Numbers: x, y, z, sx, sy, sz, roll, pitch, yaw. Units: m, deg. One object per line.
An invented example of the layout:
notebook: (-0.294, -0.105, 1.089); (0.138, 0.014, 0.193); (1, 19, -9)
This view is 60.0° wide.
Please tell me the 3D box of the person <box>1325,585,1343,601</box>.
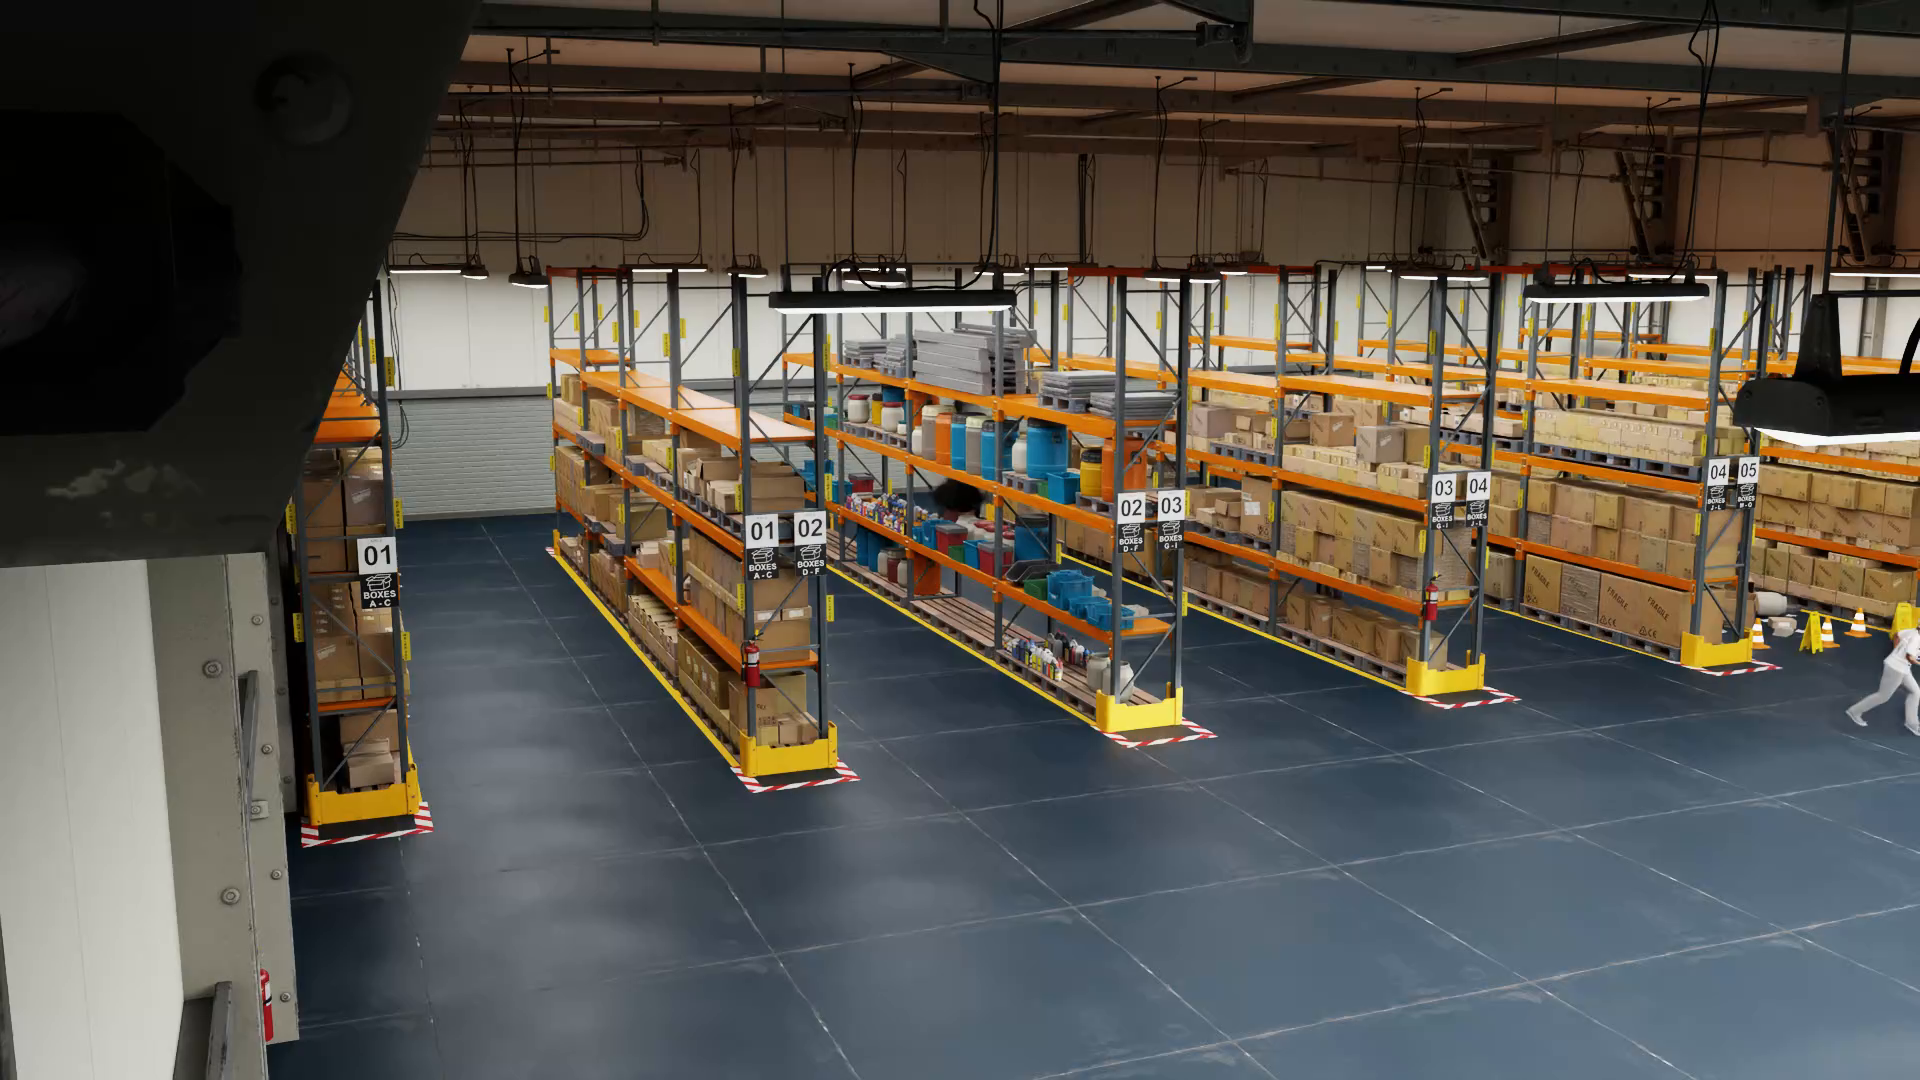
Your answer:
person: (6.846, 0.339, 30.274); (0.563, 1.630, 0.751); (-6, 12, -31)

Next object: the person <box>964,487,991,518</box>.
person: (0.464, -1.377, 39.586); (0.719, 1.744, 0.712); (0, 10, -2)

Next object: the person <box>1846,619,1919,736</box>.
person: (12.336, 1.787, 22.021); (0.986, 1.625, 0.618); (4, 11, 22)
